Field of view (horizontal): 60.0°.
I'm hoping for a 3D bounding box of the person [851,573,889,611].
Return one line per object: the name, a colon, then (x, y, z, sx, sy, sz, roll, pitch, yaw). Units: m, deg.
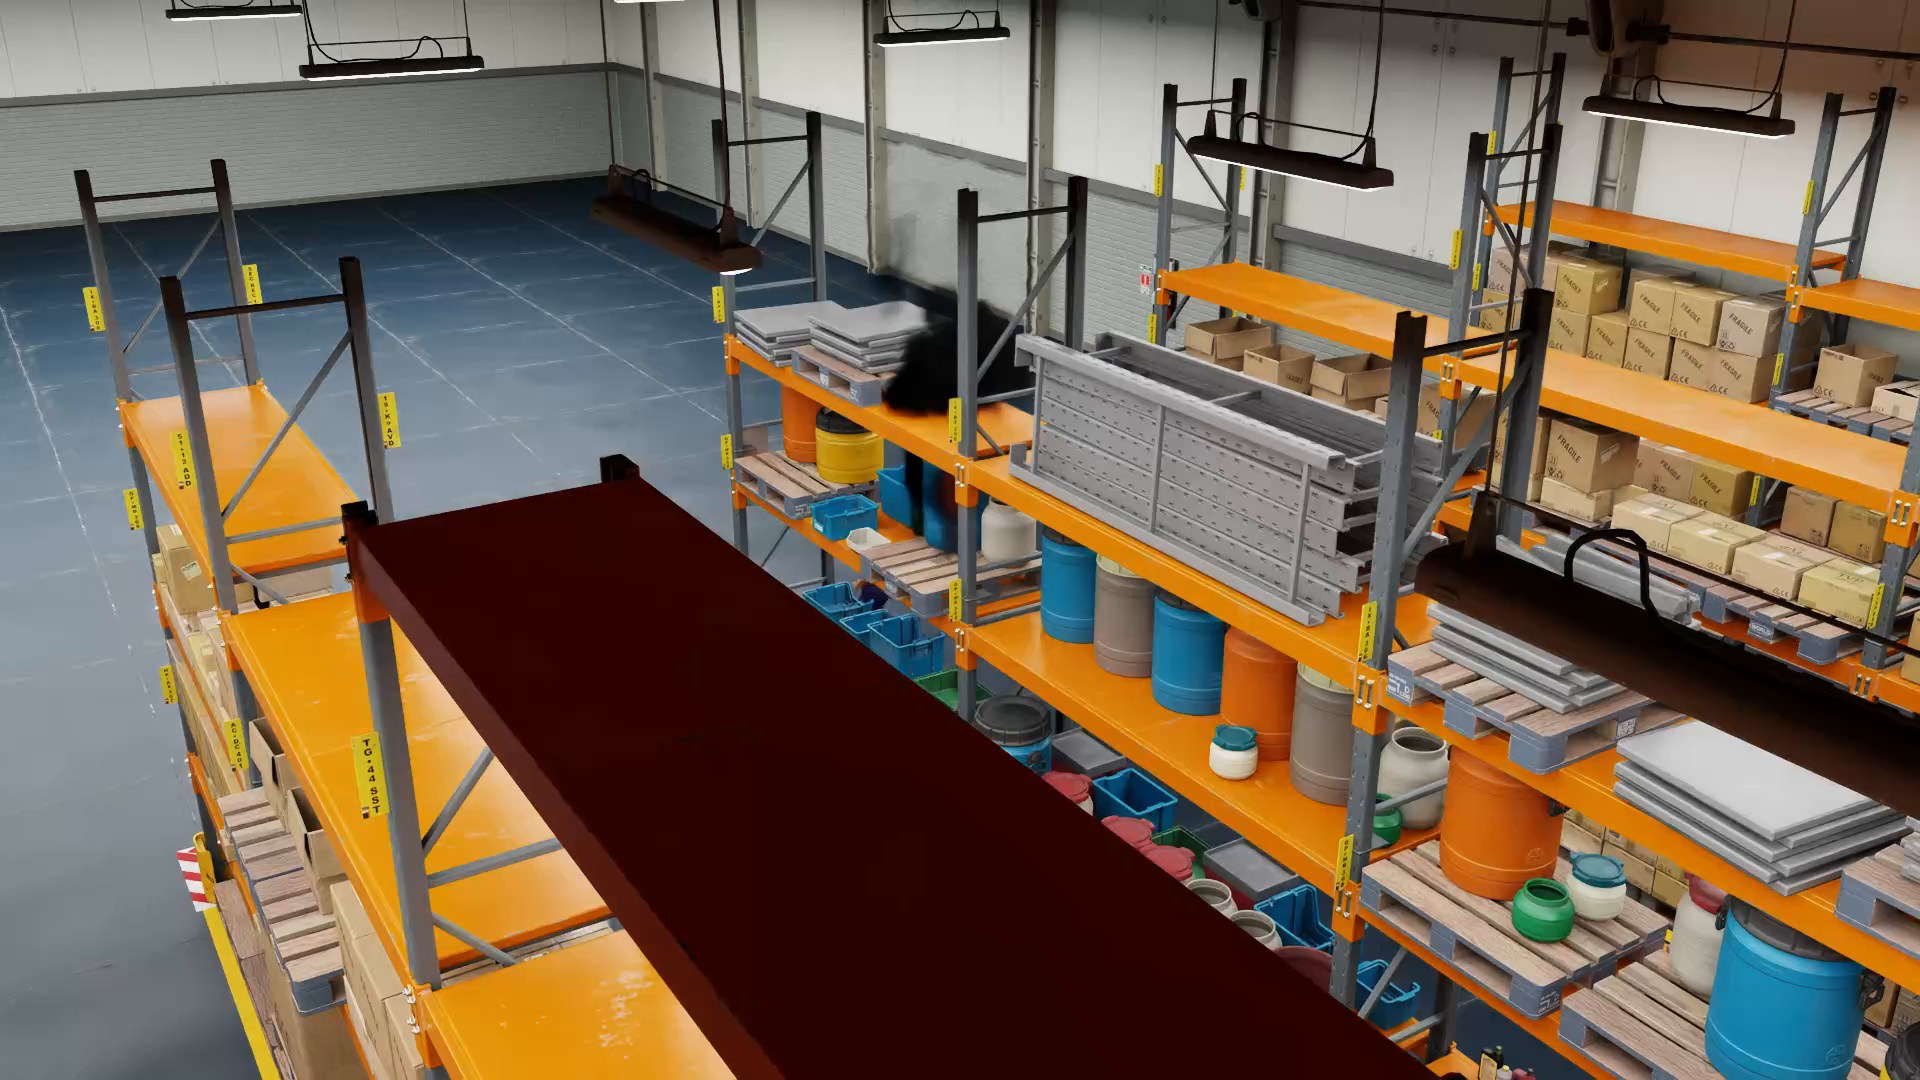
person: (-0.924, 0.507, 17.245, 0.496, 1.571, 0.637, 10, 24, 24)
